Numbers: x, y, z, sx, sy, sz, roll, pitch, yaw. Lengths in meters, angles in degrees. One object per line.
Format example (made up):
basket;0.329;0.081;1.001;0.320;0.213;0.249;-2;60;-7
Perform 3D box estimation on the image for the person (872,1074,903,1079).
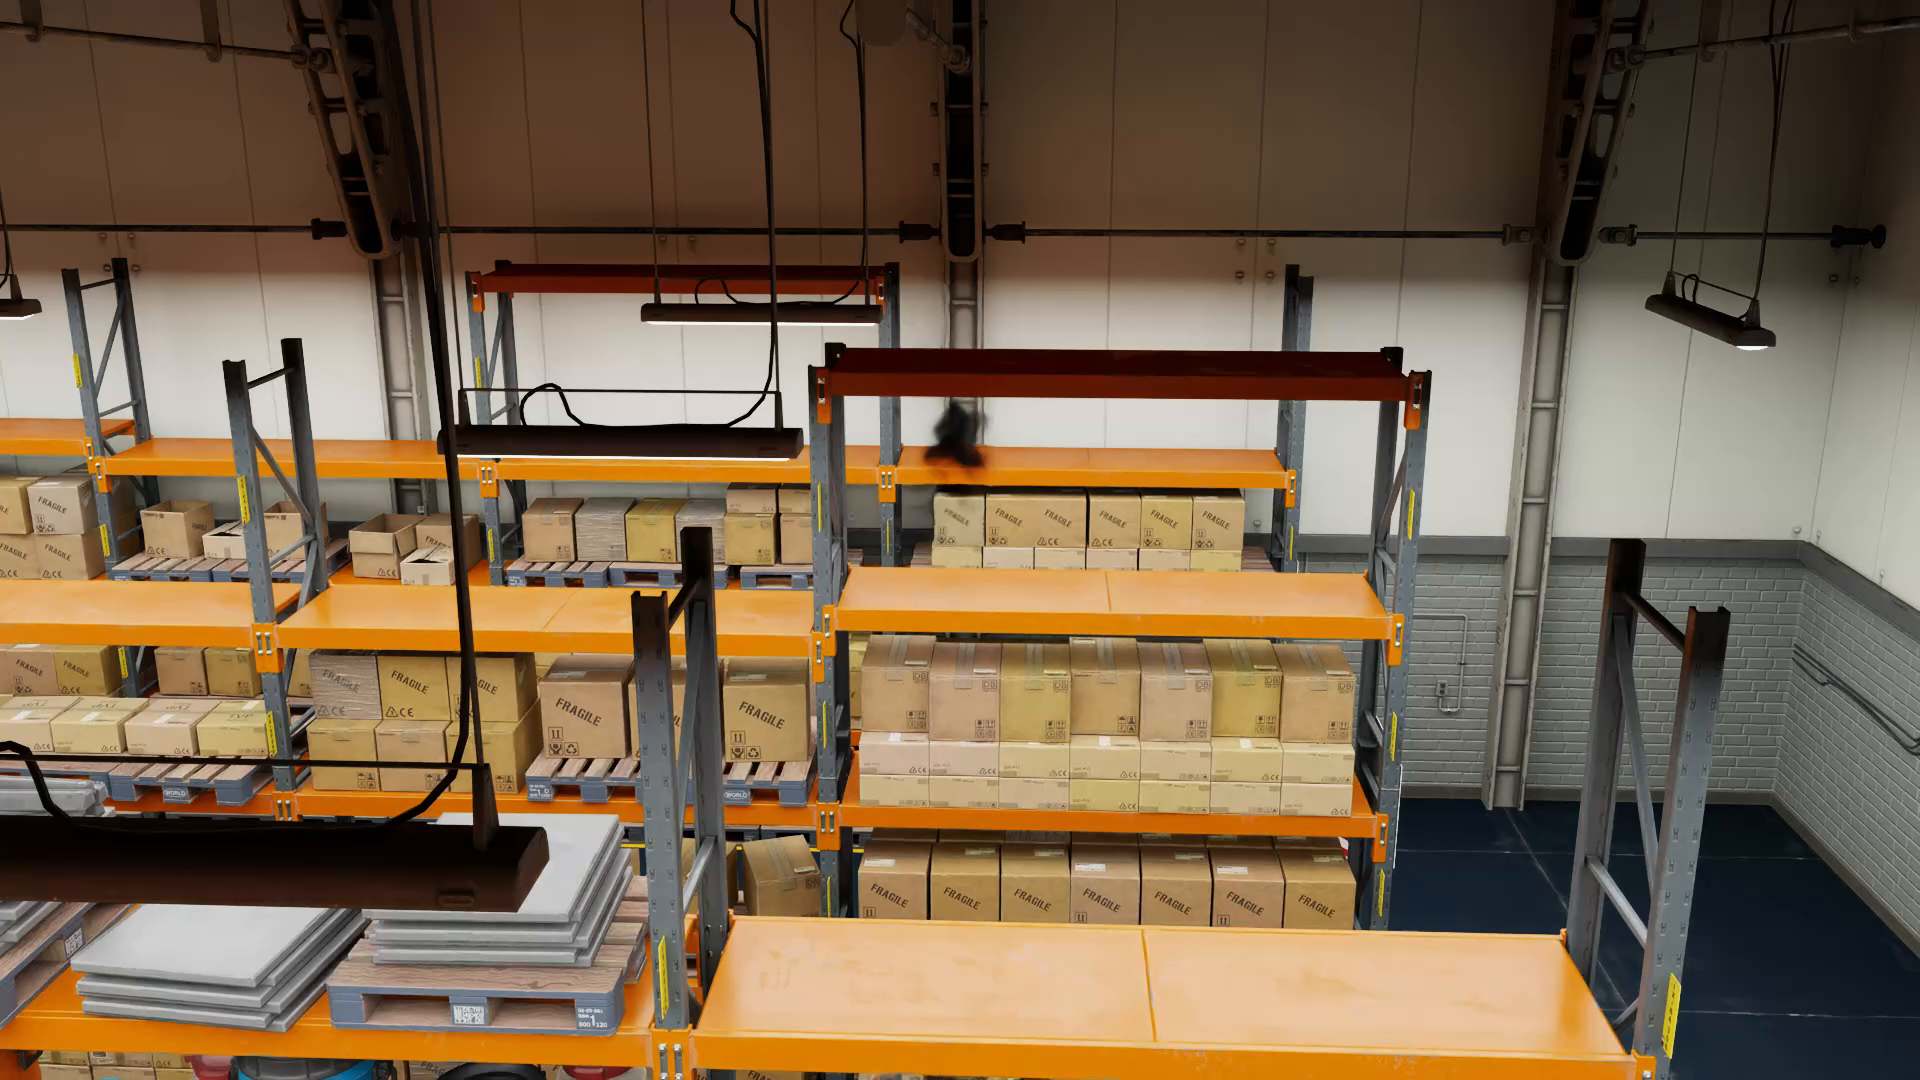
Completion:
person;-0.485;4.233;11.151;0.533;1.614;0.625;1;16;2
